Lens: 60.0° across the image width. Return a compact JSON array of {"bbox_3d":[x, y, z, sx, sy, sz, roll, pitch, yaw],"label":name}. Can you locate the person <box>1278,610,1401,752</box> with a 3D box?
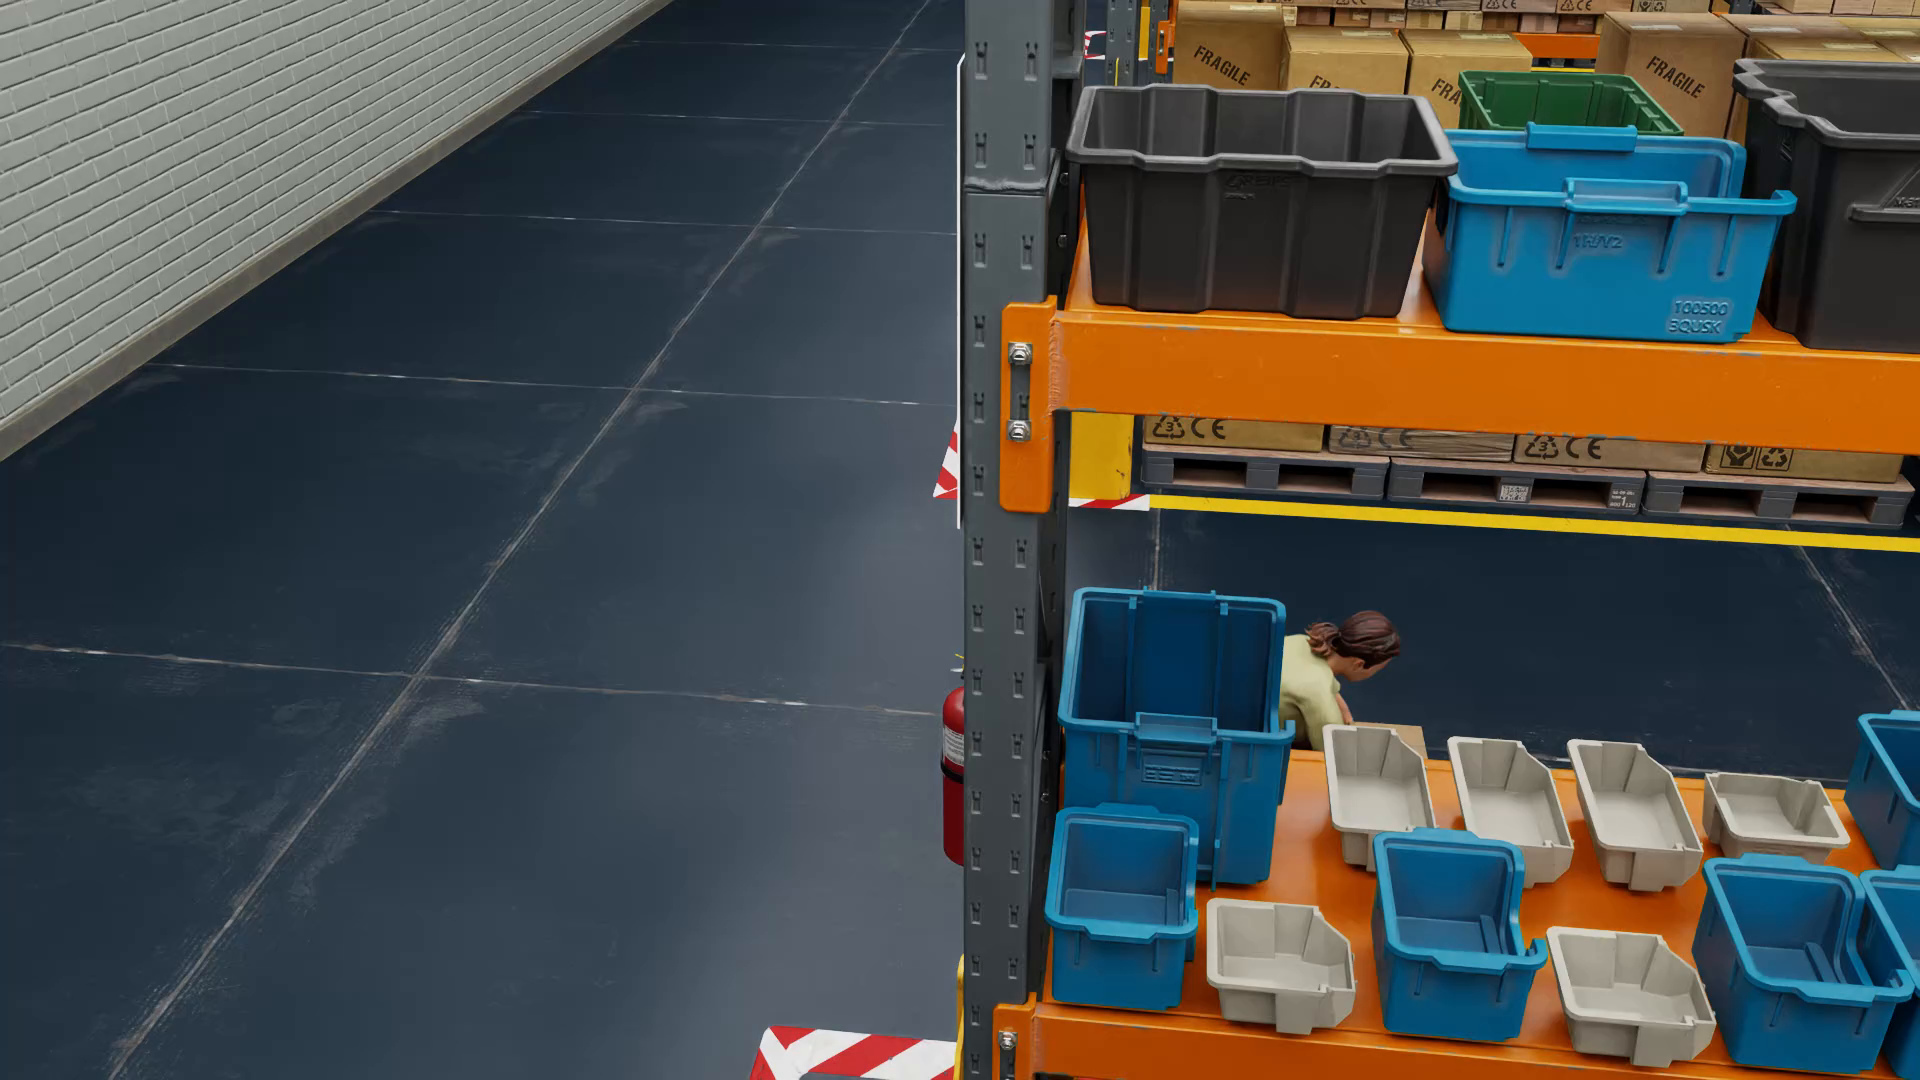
[{"bbox_3d":[1.145,0.667,5.681,0.785,0.936,0.476,3,29,6],"label":"person"}]
